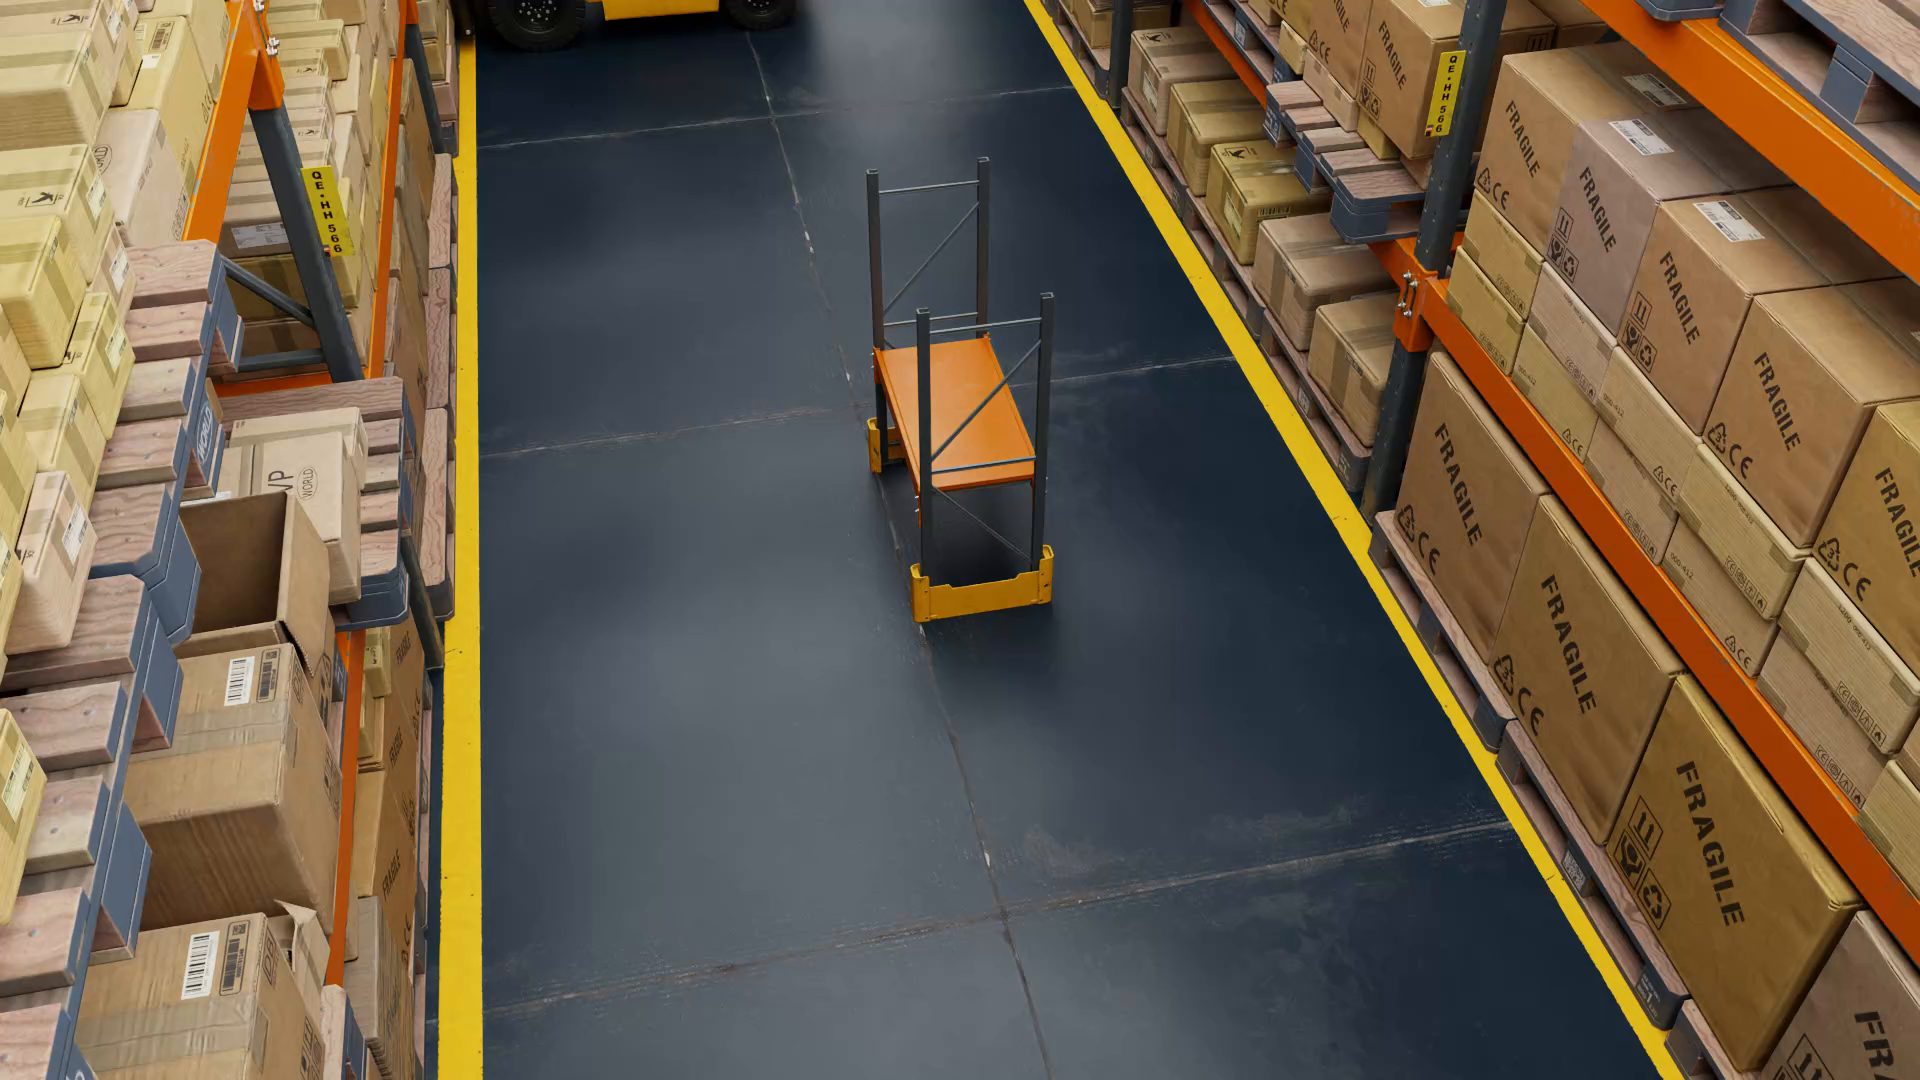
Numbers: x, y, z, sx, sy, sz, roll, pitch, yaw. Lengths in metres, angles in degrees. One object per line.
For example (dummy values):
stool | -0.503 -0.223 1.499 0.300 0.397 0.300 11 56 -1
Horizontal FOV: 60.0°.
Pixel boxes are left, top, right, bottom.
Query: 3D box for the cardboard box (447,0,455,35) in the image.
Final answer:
cardboard box | -3.465 -3.310 10.475 0.500 0.250 0.500 -8 42 -9

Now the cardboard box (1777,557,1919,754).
cardboard box | 2.574 0.270 4.423 0.500 0.250 0.500 -7 42 -8

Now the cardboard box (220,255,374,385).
cardboard box | -2.427 -0.836 6.046 0.500 0.250 0.500 -8 42 -9

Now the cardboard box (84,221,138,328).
cardboard box | -1.739 -0.443 3.027 0.380 0.149 0.250 -7 42 -8

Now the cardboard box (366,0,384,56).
cardboard box | -2.854 -2.347 7.371 0.500 0.250 0.500 -8 42 -8

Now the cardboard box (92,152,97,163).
cardboard box | -2.006 -0.752 3.390 0.380 0.149 0.250 -7 42 -8

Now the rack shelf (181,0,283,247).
rack shelf | -2.138 -0.126 3.415 1.077 0.370 4.000 -8 42 -9

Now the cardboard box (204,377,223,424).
cardboard box | -2.611 -0.408 5.059 0.500 0.500 0.500 -6 42 -7

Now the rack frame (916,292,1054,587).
rack frame | 0.091 -0.287 6.443 0.500 1.500 0.032 -8 42 -9

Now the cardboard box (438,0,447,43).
cardboard box | -3.346 -3.162 9.931 0.500 0.250 0.500 -9 42 -10

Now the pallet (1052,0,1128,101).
pallet | 1.234 -3.264 10.768 1.003 0.211 1.213 -8 42 -9

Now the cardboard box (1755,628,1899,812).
cardboard box | 2.598 0.451 4.596 0.500 0.250 0.500 -9 42 -10

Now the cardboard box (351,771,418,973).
cardboard box | -2.055 1.116 5.300 0.500 0.500 0.500 -7 42 -7

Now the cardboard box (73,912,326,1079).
cardboard box | -1.704 1.147 3.307 0.700 0.500 0.500 -8 42 -9

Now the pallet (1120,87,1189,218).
pallet | 1.583 -2.329 9.715 1.003 0.211 1.213 -8 42 -9

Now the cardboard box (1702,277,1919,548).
cardboard box | 2.463 -0.355 4.562 0.500 0.500 0.500 -8 42 -9

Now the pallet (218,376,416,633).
pallet | -2.355 -0.069 5.213 1.213 0.211 1.003 -8 42 -9

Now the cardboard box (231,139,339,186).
cardboard box | -2.409 -1.272 5.859 0.380 0.149 0.250 -7 42 -8

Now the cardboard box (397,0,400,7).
cardboard box | -3.069 -2.817 8.277 0.500 0.250 0.500 -7 42 -8

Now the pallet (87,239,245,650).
pallet | -2.005 -0.133 3.023 1.213 0.211 1.003 -8 42 -9

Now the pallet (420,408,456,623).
pallet | -2.709 -0.066 7.166 1.003 0.211 1.213 -8 42 -9

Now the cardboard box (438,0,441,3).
cardboard box | -3.331 -3.357 9.774 0.500 0.250 0.500 -8 42 -9

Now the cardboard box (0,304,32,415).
cardboard box | -1.676 -0.221 2.553 0.380 0.149 0.250 -8 42 -9

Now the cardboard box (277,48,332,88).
cardboard box | -2.642 -1.761 6.410 0.380 0.149 0.250 -8 42 -9

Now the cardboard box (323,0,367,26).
cardboard box | -2.705 -2.268 6.982 0.380 0.149 0.250 -9 42 -10

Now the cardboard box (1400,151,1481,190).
cardboard box | 1.976 -1.525 6.582 0.380 0.149 0.250 -7 42 -8

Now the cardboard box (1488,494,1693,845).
cardboard box | 2.533 0.392 5.833 0.875 0.875 0.875 -8 42 -9

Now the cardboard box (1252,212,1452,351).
cardboard box | 1.997 -1.303 8.121 0.950 0.372 0.625 -9 42 -10

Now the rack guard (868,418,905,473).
rack guard | -0.124 -0.466 7.586 0.587 0.250 0.087 -8 42 -9

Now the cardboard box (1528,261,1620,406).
cardboard box | 2.255 -0.715 5.533 0.500 0.250 0.500 -7 42 -8

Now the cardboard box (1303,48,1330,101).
cardboard box | 1.703 -2.010 7.128 0.380 0.149 0.250 -10 43 -11

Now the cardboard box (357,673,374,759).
cardboard box | -2.113 0.599 5.394 0.380 0.149 0.250 -10 43 -11

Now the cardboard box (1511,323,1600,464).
cardboard box | 2.264 -0.544 5.716 0.500 0.250 0.500 -9 42 -11

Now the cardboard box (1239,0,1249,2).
cardboard box | 1.478 -2.687 7.891 0.380 0.149 0.250 -7 42 -8

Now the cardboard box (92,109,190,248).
cardboard box | -2.004 -0.688 3.619 0.500 0.250 0.500 -8 42 -9

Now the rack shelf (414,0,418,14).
rack shelf | -3.865 -4.190 10.253 1.077 0.370 4.000 -8 42 -9

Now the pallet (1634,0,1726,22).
pallet | 2.467 -1.925 5.042 1.213 0.211 1.003 -7 42 -7

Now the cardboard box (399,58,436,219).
cardboard box | -3.309 -2.095 8.823 0.875 0.625 0.625 -7 42 -7

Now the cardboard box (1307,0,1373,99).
cardboard box | 1.785 -2.178 6.828 0.500 0.500 0.500 -9 42 -10

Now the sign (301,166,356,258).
sign | -2.042 -1.057 5.369 0.100 0.325 0.005 -8 42 -9

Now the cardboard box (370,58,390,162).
cardboard box | -2.759 -1.833 7.168 0.500 0.250 0.500 -7 42 -8

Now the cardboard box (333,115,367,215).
cardboard box | -2.534 -1.348 6.246 0.500 0.250 0.500 -7 42 -8

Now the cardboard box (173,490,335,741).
cardboard box | -2.037 0.266 4.297 0.797 0.503 0.637 -9 42 -10

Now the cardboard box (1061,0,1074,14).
cardboard box | 0.898 -3.694 10.906 0.500 0.250 0.500 -9 42 -10

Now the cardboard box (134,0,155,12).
cardboard box | -2.221 -1.419 4.142 0.380 0.149 0.250 -9 42 -10

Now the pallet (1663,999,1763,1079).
pallet | 2.900 1.863 4.993 1.003 0.211 1.213 -8 42 -9

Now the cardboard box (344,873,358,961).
cardboard box | -1.957 1.113 4.815 0.380 0.149 0.250 -10 43 -11

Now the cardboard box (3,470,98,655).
cardboard box | -1.526 0.051 2.471 0.380 0.149 0.250 -8 42 -9

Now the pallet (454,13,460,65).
pallet | -3.830 -3.434 10.959 1.003 0.211 1.213 -8 42 -9

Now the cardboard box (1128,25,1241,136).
cardboard box | 1.529 -2.711 9.708 0.950 0.372 0.625 -8 42 -9

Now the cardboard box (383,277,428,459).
cardboard box | -2.839 -0.668 7.215 0.875 0.625 0.625 -7 42 -8

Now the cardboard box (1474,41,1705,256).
cardboard box | 2.144 -1.340 5.672 0.500 0.500 0.500 -10 43 -11

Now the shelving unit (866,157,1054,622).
shelving unit | -0.016 -0.610 6.808 0.587 1.500 1.083 -8 42 -9

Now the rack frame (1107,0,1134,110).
rack frame | 1.413 -3.876 9.357 1.000 3.000 0.127 -8 42 -9
